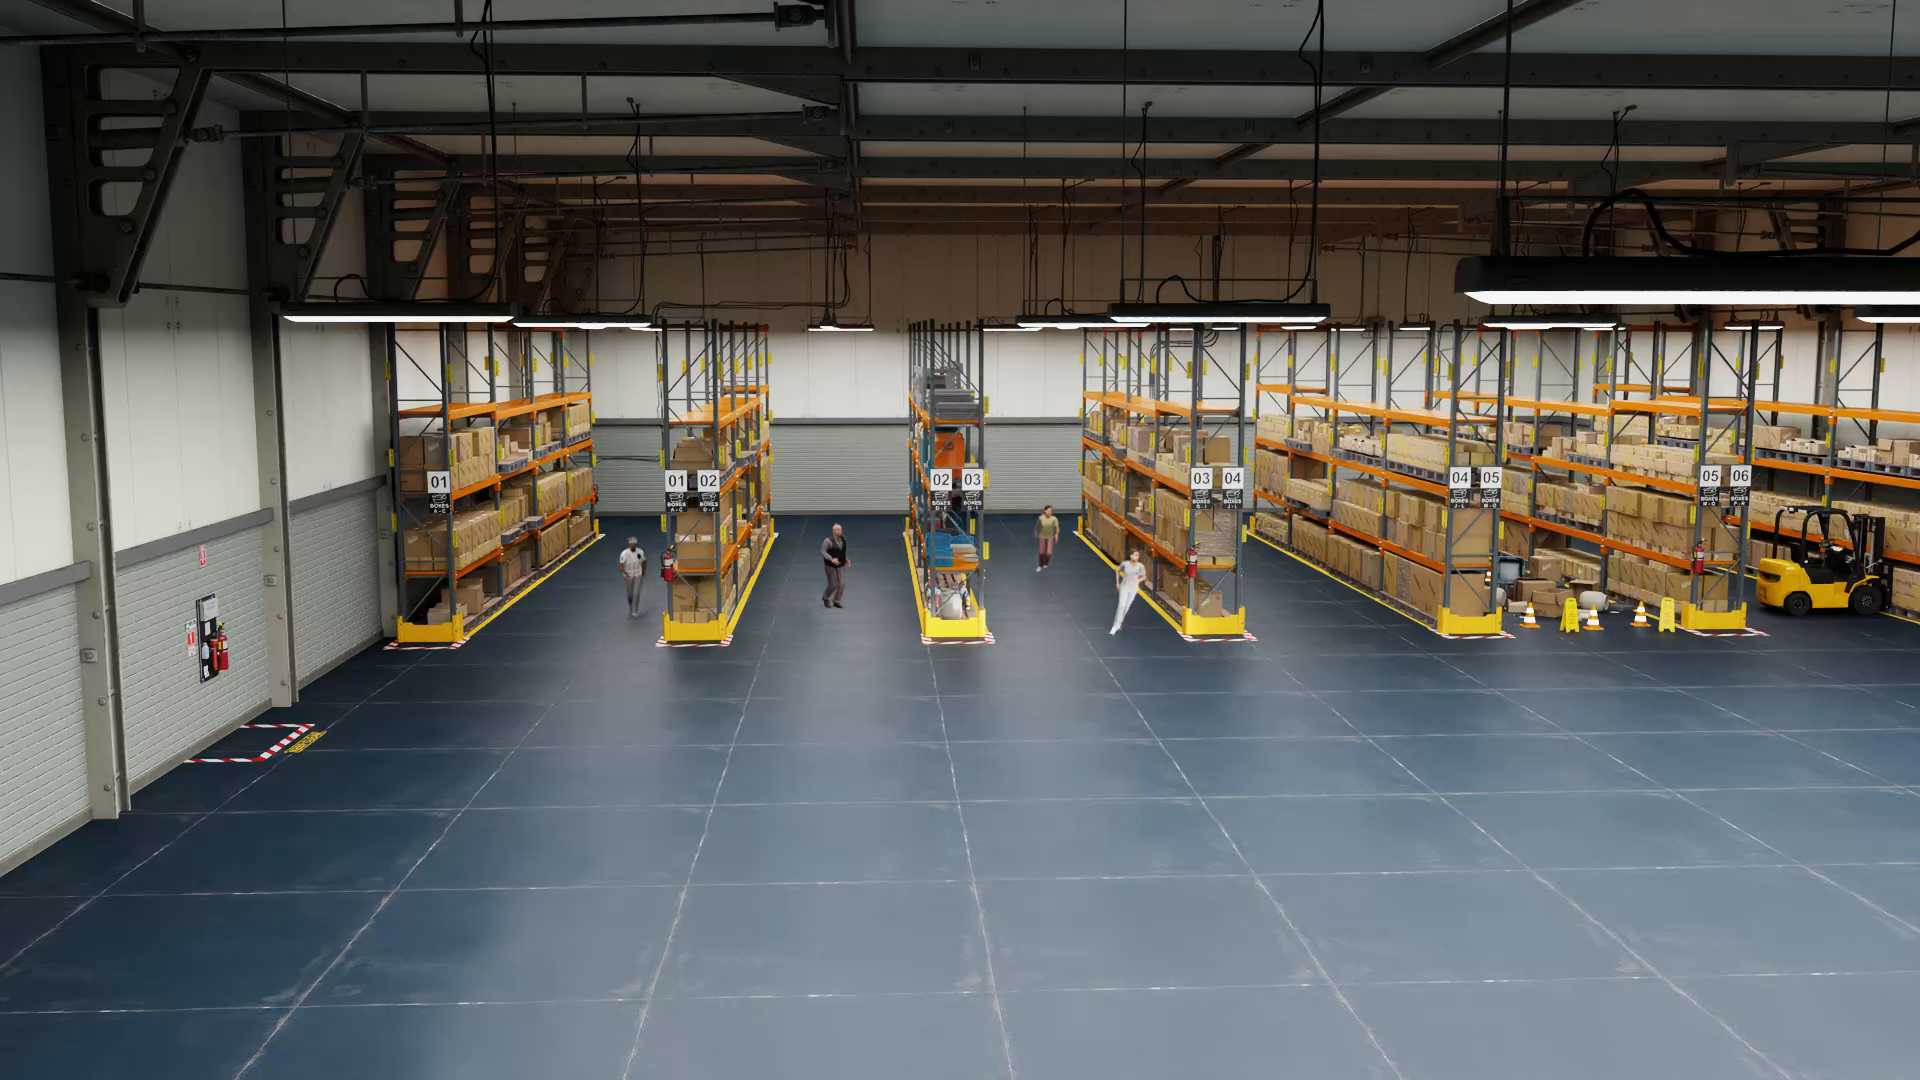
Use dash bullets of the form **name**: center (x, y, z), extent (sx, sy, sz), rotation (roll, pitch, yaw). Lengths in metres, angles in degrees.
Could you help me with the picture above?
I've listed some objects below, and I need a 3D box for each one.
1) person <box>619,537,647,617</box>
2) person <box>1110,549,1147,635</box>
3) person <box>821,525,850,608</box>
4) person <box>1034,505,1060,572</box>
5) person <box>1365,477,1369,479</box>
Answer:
- **person**: center (-6.681, 0.727, 33.983), extent (0.574, 1.644, 0.737), rotation (-2, 7, -13)
- **person**: center (3.196, 0.963, 32.046), extent (0.746, 1.630, 0.739), rotation (-1, 7, -6)
- **person**: center (-2.511, 0.535, 33.155), extent (0.654, 1.713, 0.708), rotation (-5, 8, -33)
- **person**: center (2.024, -0.037, 38.659), extent (0.571, 1.603, 0.727), rotation (0, 7, -1)
- **person**: center (11.510, -0.878, 46.522), extent (0.700, 1.755, 1.061), rotation (-5, 8, -34)
